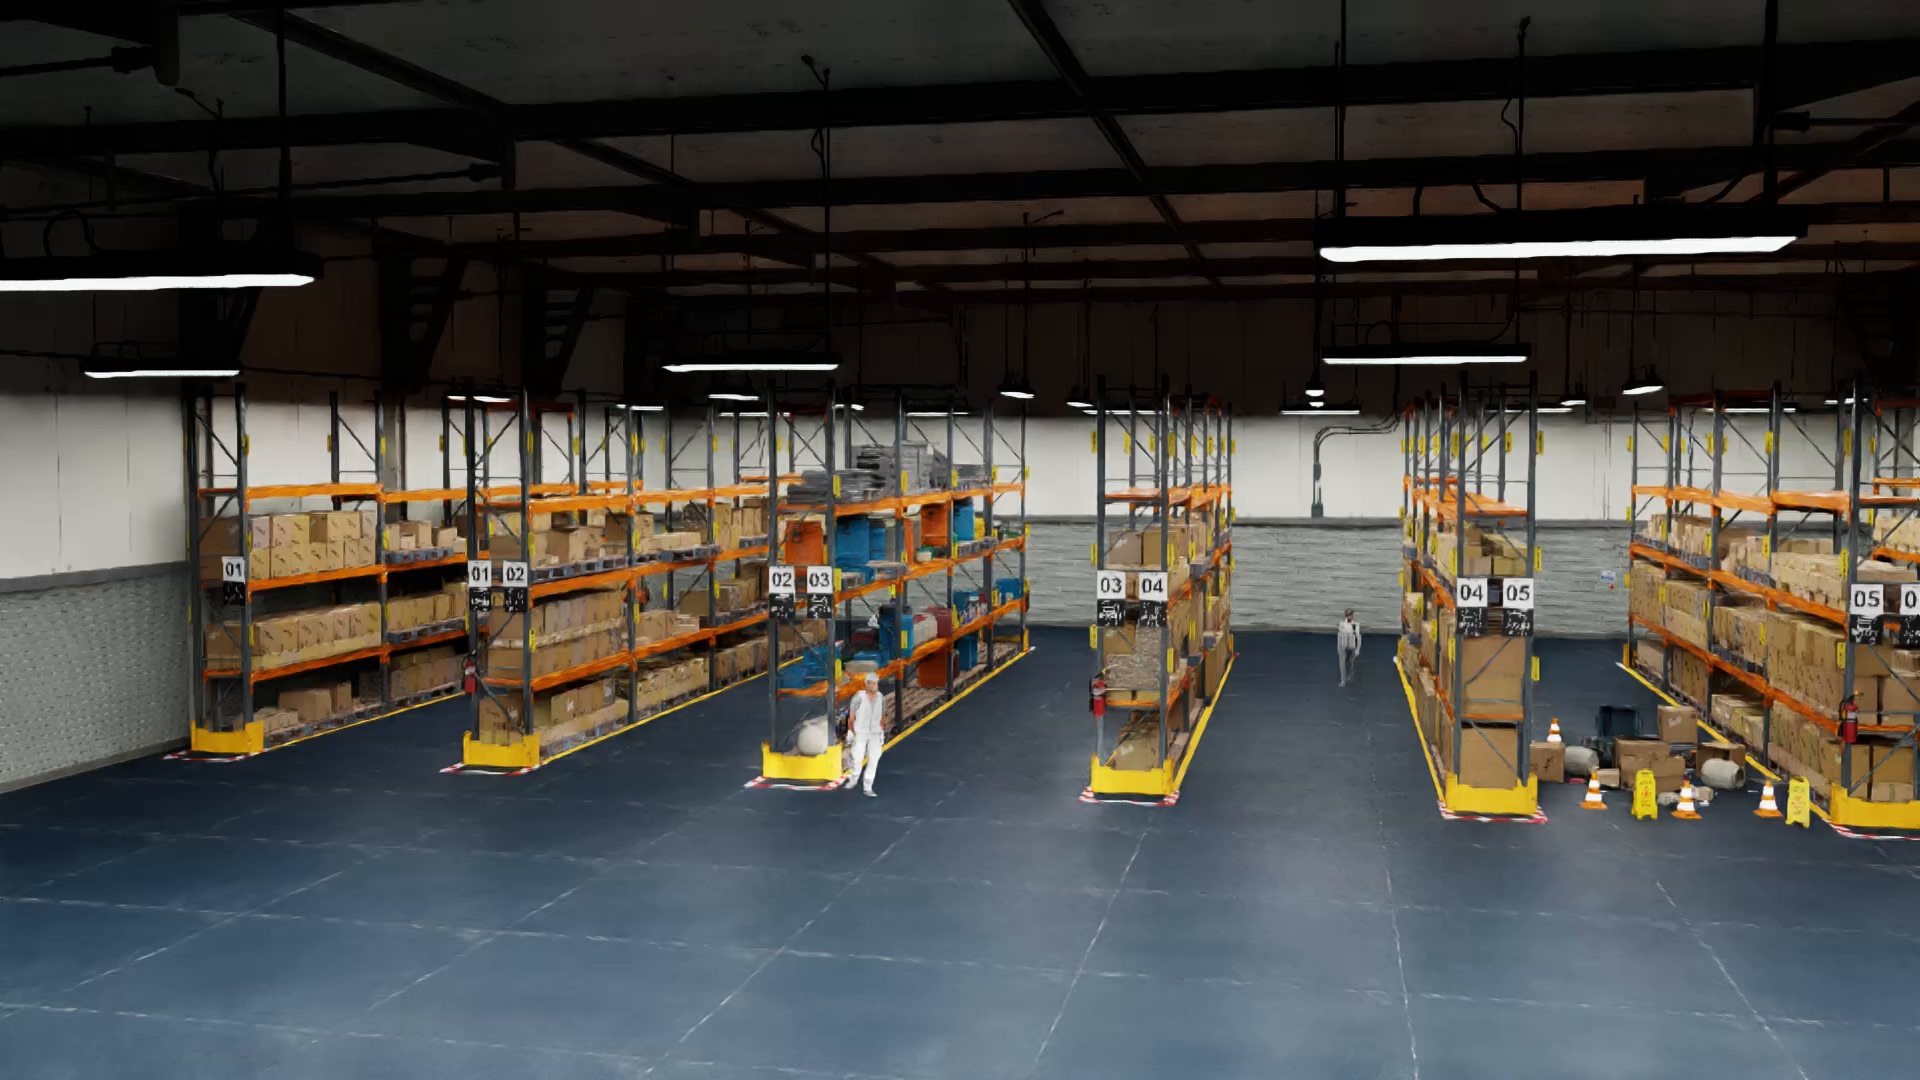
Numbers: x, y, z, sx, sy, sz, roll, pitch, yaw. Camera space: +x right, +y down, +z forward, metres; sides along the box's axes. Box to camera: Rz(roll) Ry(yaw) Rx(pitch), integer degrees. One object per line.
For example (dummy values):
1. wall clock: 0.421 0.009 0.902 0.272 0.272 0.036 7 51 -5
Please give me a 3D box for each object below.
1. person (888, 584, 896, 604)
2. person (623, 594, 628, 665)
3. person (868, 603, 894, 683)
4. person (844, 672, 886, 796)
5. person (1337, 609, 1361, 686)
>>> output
1. person: -1.657 1.586 44.503 0.573 1.759 0.615 -3 4 -41
2. person: -7.552 2.018 37.920 0.347 1.600 0.533 0 3 -9
3. person: -1.620 2.151 34.963 0.682 1.715 0.542 1 3 11
4. person: -1.352 2.758 23.762 0.589 1.777 0.577 -1 4 -22
5. person: 8.102 2.210 34.615 0.488 1.587 1.089 1 3 10
